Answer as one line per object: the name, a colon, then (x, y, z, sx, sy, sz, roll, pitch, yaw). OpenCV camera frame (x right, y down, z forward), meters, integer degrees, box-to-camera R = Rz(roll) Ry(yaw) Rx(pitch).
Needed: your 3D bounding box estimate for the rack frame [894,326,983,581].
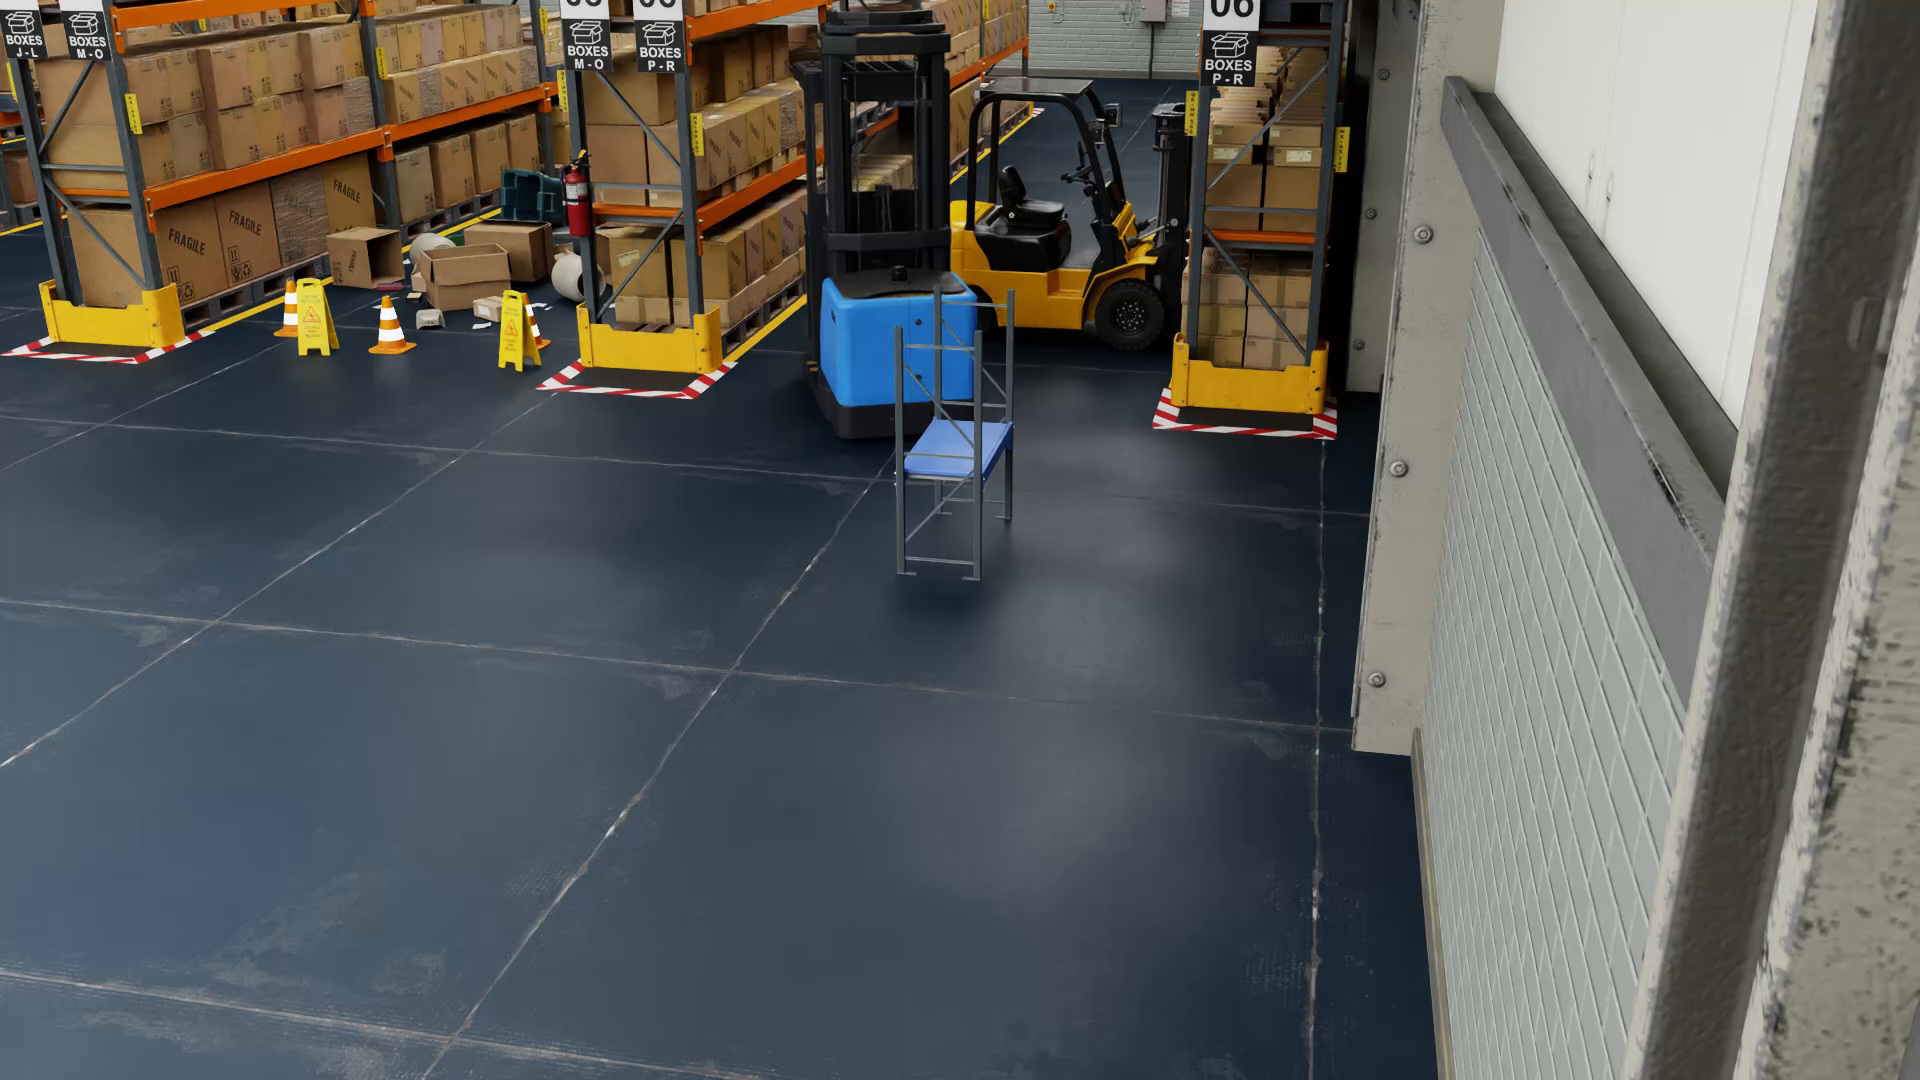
rack frame: (-0.121, -0.479, 9.534, 0.500, 1.500, 0.032, 4, 22, 11)

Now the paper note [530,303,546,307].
paper note: (-4.047, -2.256, 15.930, 0.148, 0.019, 0.142, 13, 25, 29)

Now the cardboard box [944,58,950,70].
cardboard box: (-0.433, -6.239, 22.030, 0.500, 0.250, 0.500, 5, 23, 13)

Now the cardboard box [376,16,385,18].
cardboard box: (-9.512, -8.207, 26.518, 0.500, 0.250, 0.500, 4, 22, 10)

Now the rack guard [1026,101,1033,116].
rack guard: (0.658, -7.543, 28.413, 1.175, 0.500, 0.348, 4, 22, 11)

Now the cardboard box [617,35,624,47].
cardboard box: (-5.073, -7.211, 24.018, 0.380, 0.149, 0.250, 3, 22, 8)

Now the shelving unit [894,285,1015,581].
shelving unit: (-0.017, -0.665, 9.996, 0.538, 1.500, 1.048, 4, 22, 11)

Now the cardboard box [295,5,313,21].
cardboard box: (-10.138, -8.014, 24.759, 0.797, 0.503, 0.637, 5, 22, 12)

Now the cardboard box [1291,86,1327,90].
cardboard box: (3.100, -3.897, 14.615, 0.380, 0.149, 0.250, 4, 22, 10)

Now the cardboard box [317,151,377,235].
cardboard box: (-6.859, -3.630, 17.633, 0.875, 0.875, 0.875, 5, 22, 12)

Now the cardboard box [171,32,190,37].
cardboard box: (-10.823, -6.769, 23.012, 0.500, 0.500, 0.500, 5, 23, 13)

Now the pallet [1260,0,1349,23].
pallet: (2.418, -4.072, 12.553, 1.003, 0.211, 1.213, 4, 22, 11)

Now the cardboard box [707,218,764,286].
cardboard box: (-2.070, -2.584, 14.868, 0.500, 0.500, 0.500, 4, 22, 9)

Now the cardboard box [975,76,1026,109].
cardboard box: (0.616, -7.451, 27.707, 0.875, 0.438, 0.875, 4, 22, 9)

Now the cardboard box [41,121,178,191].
cardboard box: (-7.447, -3.391, 14.558, 0.875, 0.550, 0.550, 4, 22, 11)

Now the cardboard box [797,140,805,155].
cardboard box: (-1.736, -3.867, 16.275, 0.380, 0.149, 0.250, 5, 22, 11)

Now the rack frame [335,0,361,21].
rack frame: (-9.864, -7.986, 26.168, 1.000, 3.000, 0.127, 4, 22, 11)

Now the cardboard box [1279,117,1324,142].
cardboard box: (2.642, -3.149, 12.758, 0.380, 0.149, 0.250, 5, 23, 13)

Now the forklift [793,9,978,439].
forklift: (-0.668, -2.607, 12.903, 1.130, 2.935, 3.031, -5, 22, -11)

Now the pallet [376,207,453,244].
pallet: (-6.578, -3.640, 19.109, 1.003, 0.211, 1.213, 4, 22, 11)

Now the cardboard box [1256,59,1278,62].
cardboard box: (3.274, -5.171, 18.176, 0.380, 0.149, 0.250, 5, 22, 12)

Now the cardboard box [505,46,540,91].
cardboard box: (-5.675, -5.969, 21.027, 0.500, 0.500, 0.500, 4, 22, 11)

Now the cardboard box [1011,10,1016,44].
cardboard box: (0.601, -8.172, 26.496, 0.500, 0.500, 0.500, 5, 22, 12)

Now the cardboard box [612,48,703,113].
cardboard box: (-2.610, -3.878, 14.098, 0.700, 0.500, 0.500, 5, 22, 11)

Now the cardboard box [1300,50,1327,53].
cardboard box: (4.069, -5.500, 18.992, 0.380, 0.149, 0.250, 5, 22, 12)

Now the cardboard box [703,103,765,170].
cardboard box: (-2.038, -3.555, 14.633, 0.500, 0.500, 0.500, 4, 22, 10)

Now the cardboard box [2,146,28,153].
cardboard box: (-11.235, -4.501, 20.271, 0.700, 0.500, 0.500, 4, 22, 11)

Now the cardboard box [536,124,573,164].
cardboard box: (-5.452, -5.383, 22.488, 0.500, 0.500, 0.500, 4, 22, 9)

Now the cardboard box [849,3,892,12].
cardboard box: (-1.130, -6.487, 20.974, 0.500, 0.500, 0.500, 4, 22, 9)

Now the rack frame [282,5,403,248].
rack frame: (-6.662, -4.645, 17.873, 1.000, 3.000, 0.127, 4, 22, 11)

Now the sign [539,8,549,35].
sign: (-5.302, -6.604, 21.187, 0.100, 0.325, 0.005, 4, 22, 11)

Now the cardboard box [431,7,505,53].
cardboard box: (-6.049, -6.270, 20.434, 0.700, 0.500, 0.500, 4, 22, 10)

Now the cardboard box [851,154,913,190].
cardboard box: (-1.104, -4.538, 20.561, 0.950, 0.372, 0.625, 3, 22, 7)

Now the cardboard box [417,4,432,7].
cardboard box: (-9.510, -9.172, 28.915, 0.500, 0.250, 0.500, 4, 22, 10)

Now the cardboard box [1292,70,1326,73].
cardboard box: (3.612, -4.757, 17.148, 0.380, 0.149, 0.250, 4, 22, 11)

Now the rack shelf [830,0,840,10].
rack shelf: (-1.387, -6.094, 18.418, 1.077, 0.370, 4.000, 4, 22, 11)

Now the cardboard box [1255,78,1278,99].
cardboard box: (2.701, -4.123, 15.175, 0.380, 0.149, 0.250, 4, 22, 10)

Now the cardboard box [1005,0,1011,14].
cardboard box: (0.501, -8.452, 25.851, 0.500, 0.500, 0.500, 4, 22, 11)

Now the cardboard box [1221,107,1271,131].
cardboard box: (2.286, -3.373, 13.314, 0.380, 0.149, 0.250, 5, 22, 11)

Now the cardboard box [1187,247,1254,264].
cardboard box: (2.135, -2.228, 13.650, 0.500, 0.250, 0.500, 5, 22, 12)

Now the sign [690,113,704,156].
sign: (-2.080, -3.202, 13.131, 0.100, 0.325, 0.005, 4, 22, 11)

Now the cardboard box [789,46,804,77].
cardboard box: (-1.926, -4.871, 17.338, 0.500, 0.500, 0.500, 4, 22, 10)

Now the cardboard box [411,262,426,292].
cardboard box: (-5.210, -2.608, 16.474, 0.396, 0.266, 0.258, 8, 23, 20)

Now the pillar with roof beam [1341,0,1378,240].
pillar with roof beam: (0.283, -7.956, 18.064, 9.100, 9.000, 0.400, 4, 22, 11)

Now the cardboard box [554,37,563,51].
cardboard box: (-5.497, -6.585, 22.066, 0.380, 0.149, 0.250, 6, 23, 13)

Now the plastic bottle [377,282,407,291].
plastic bottle: (-5.636, -2.515, 16.517, 0.283, 0.061, 0.133, -3, 22, -8)

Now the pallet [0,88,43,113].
pallet: (-11.198, -5.240, 19.606, 1.003, 0.211, 1.213, 4, 22, 11)

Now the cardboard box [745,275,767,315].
cardboard box: (-2.065, -2.222, 14.973, 0.500, 0.250, 0.500, 5, 23, 13)

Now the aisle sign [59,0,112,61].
aisle sign: (-7.199, -4.340, 13.634, 0.394, 0.787, 0.004, 4, 22, 11)

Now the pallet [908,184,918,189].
pallet: (-1.140, -4.189, 20.472, 1.003, 0.211, 1.213, 4, 22, 11)

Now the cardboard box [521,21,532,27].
cardboard box: (-6.037, -6.962, 22.603, 0.380, 0.149, 0.250, 5, 22, 13)

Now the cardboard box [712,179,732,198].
cardboard box: (-2.168, -3.018, 14.169, 0.380, 0.149, 0.250, 4, 22, 9)

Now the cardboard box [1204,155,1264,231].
cardboard box: (2.092, -2.712, 12.937, 0.500, 0.500, 0.500, 4, 22, 10)

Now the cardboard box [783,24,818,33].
cardboard box: (-1.761, -5.526, 18.098, 0.380, 0.149, 0.250, 4, 22, 9)
